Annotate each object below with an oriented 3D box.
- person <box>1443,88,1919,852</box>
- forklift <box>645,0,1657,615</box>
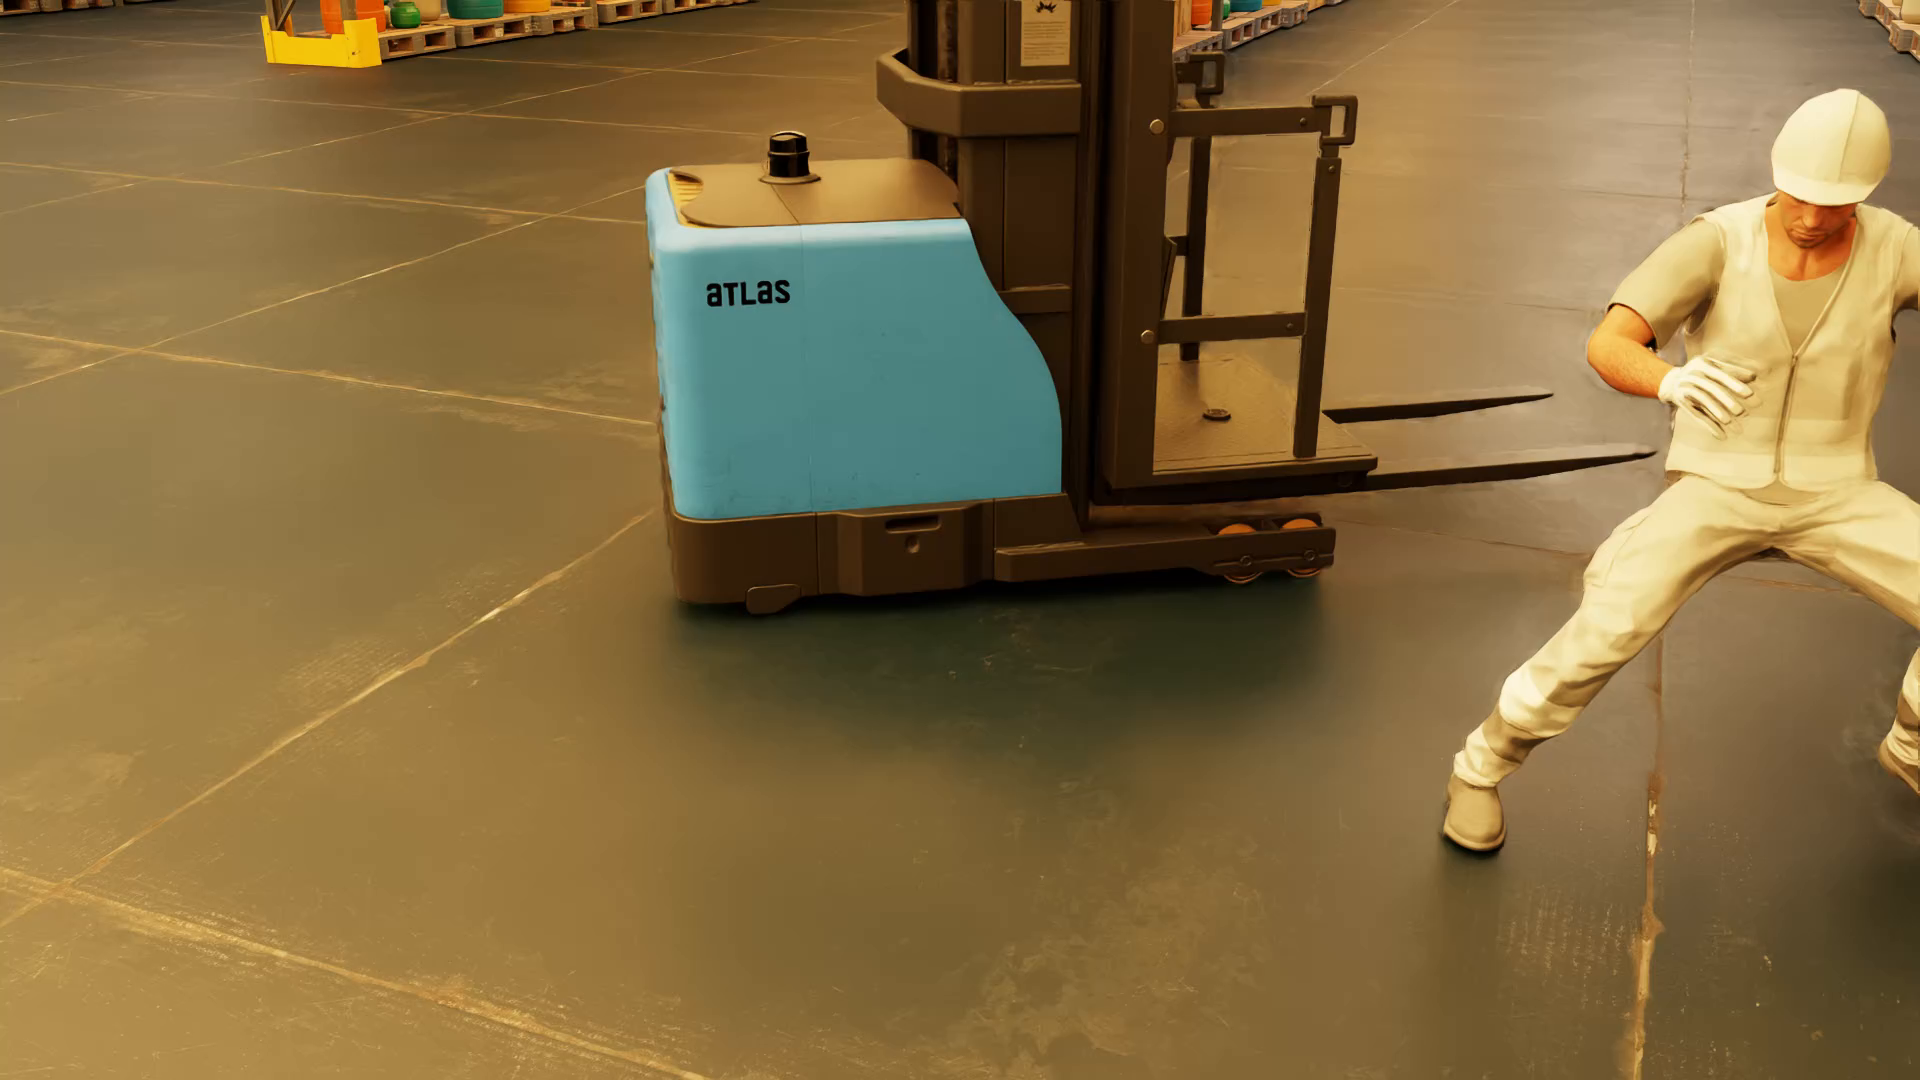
[{"bbox_3d":[1.646,-0.096,3.311,1.136,1.548,0.711,7,24,17],"label":"person"},{"bbox_3d":[0.617,-1.423,4.697,3.031,2.935,1.130,-5,23,-11],"label":"forklift"}]
